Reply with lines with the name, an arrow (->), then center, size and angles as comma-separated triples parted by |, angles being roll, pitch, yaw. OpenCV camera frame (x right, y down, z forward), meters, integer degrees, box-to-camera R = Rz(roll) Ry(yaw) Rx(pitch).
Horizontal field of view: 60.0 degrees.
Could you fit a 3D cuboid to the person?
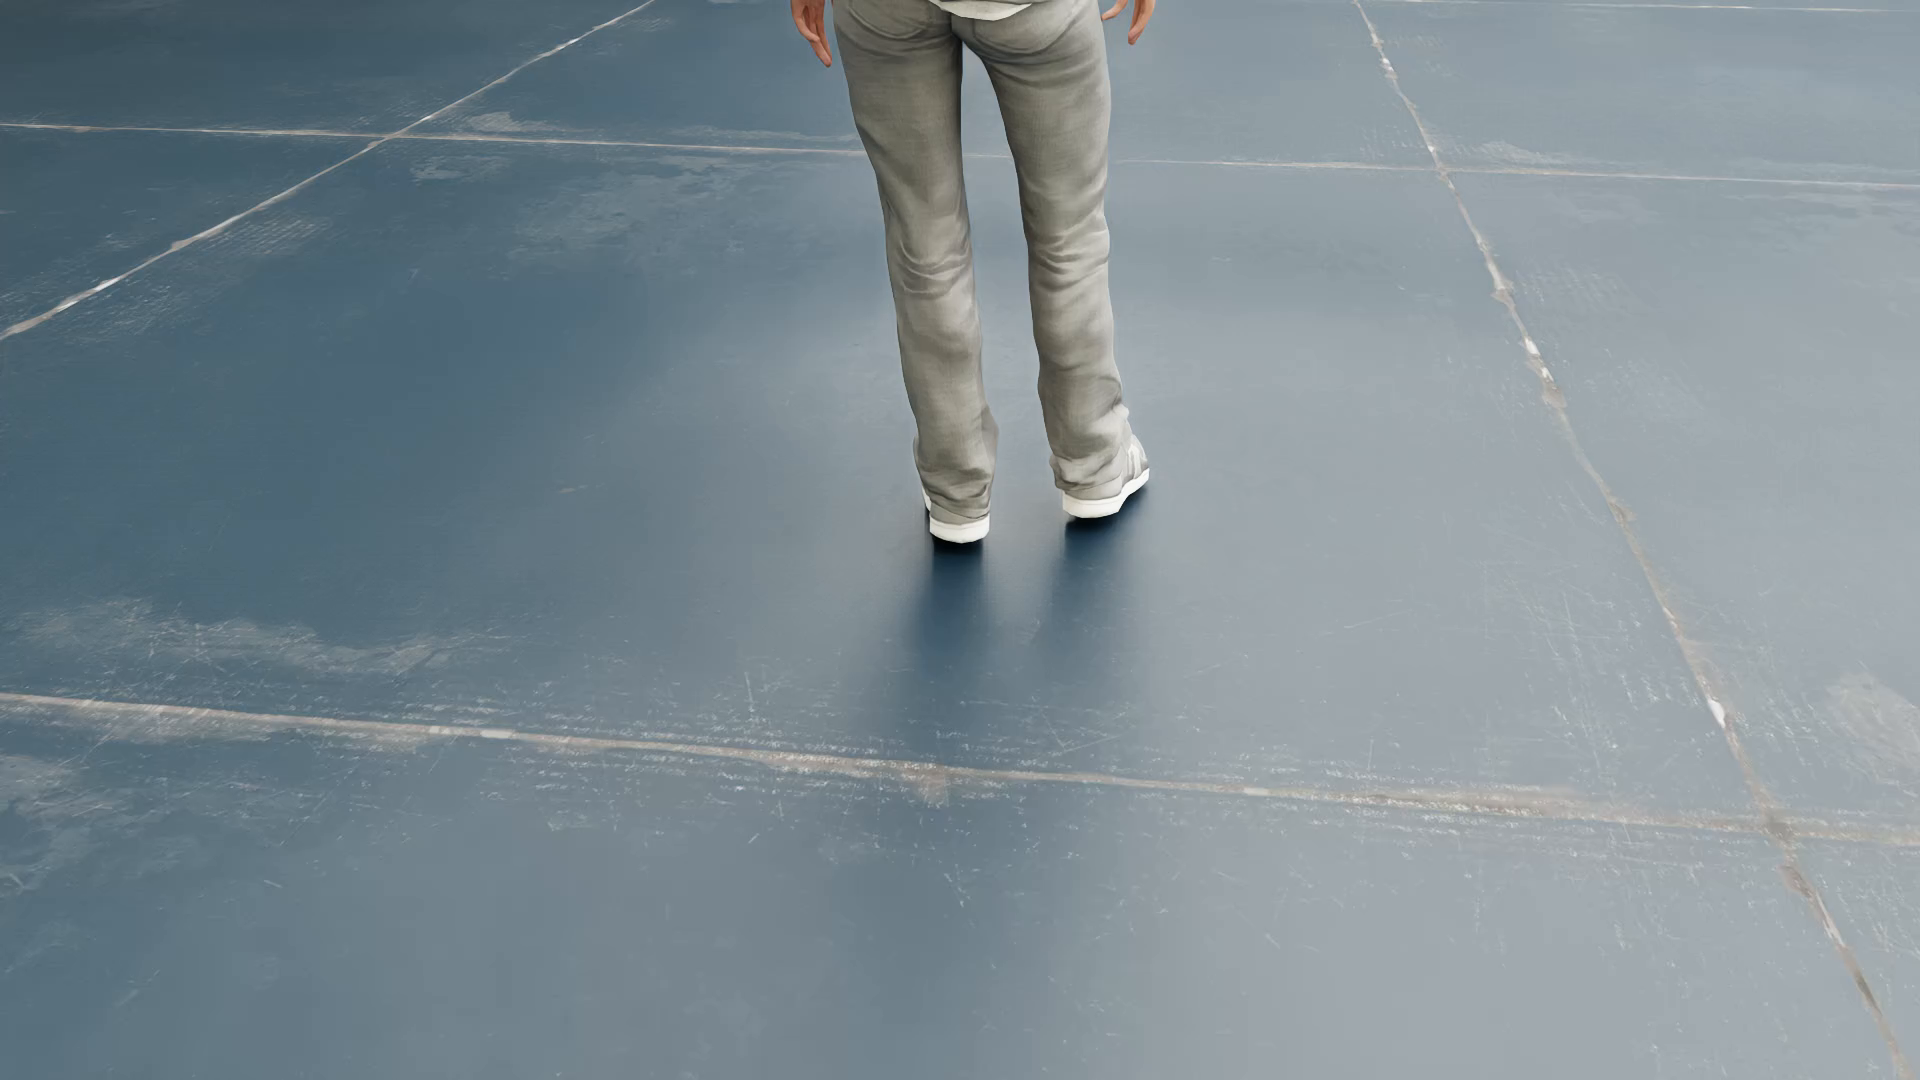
person -> 0.024, -0.753, 2.204 | 0.521, 1.596, 0.475 | 3, 27, 7
